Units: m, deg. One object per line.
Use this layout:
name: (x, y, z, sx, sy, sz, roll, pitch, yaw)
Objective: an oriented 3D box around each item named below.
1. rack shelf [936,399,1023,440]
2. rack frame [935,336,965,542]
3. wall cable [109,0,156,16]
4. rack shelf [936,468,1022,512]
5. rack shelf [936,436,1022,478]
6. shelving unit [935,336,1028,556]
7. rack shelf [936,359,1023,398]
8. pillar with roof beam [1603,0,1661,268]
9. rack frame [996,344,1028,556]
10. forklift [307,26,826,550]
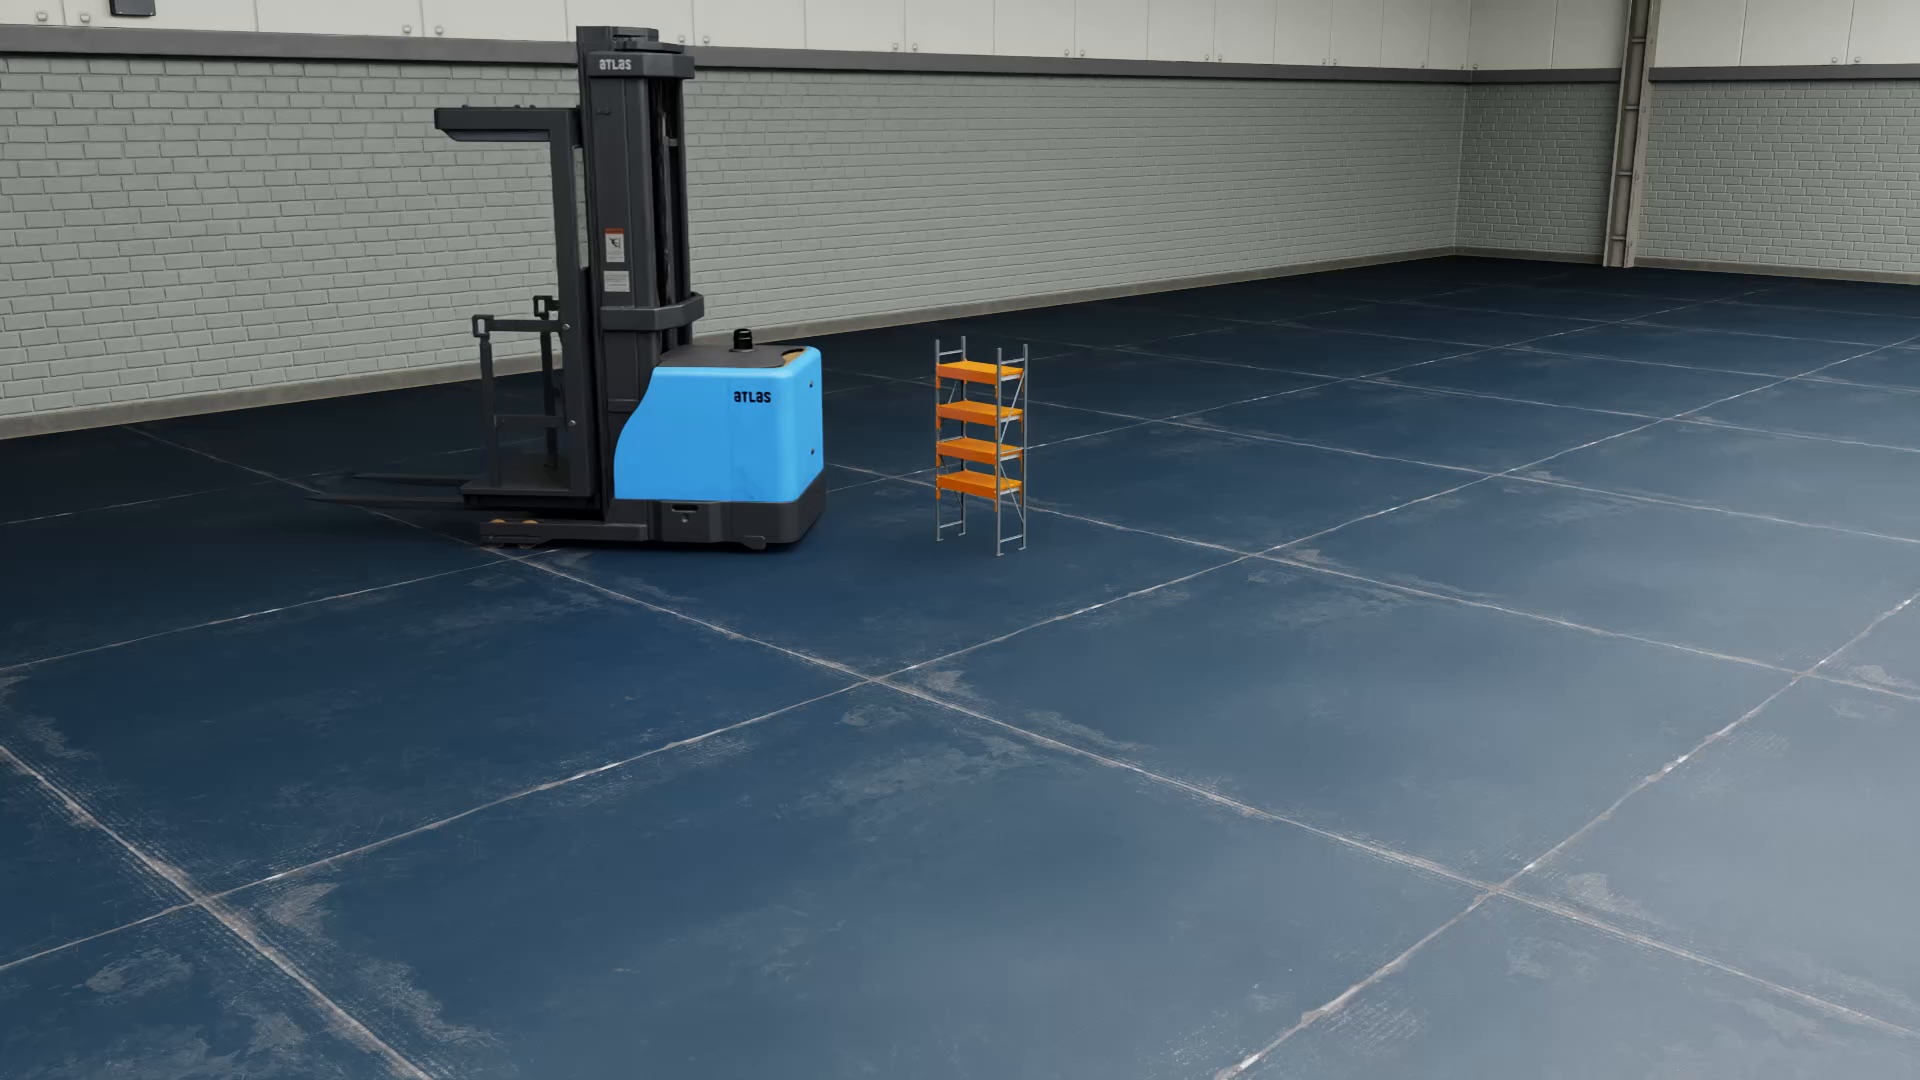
rack shelf: (0.119, -0.703, 9.630, 0.480, 0.148, 0.258, 14, 20, 42)
rack frame: (-0.057, -0.594, 9.833, 0.015, 1.200, 0.240, 14, 20, 42)
wall cable: (-5.781, -7.203, 12.984, 0.169, 6.003, 2.305, 14, 20, 42)
rack shelf: (0.119, -0.294, 9.737, 0.480, 0.148, 0.258, 14, 20, 42)
rack shelf: (0.119, -0.487, 9.687, 0.480, 0.148, 0.258, 14, 20, 42)
shelving unit: (0.119, -0.552, 9.670, 0.503, 1.200, 0.258, 14, 20, 42)
rack shelf: (0.119, -0.932, 9.571, 0.480, 0.148, 0.258, 14, 20, 42)
pillar with roof beam: (7.697, -8.017, 22.854, 0.400, 9.000, 9.100, 14, 20, 42)
rack frame: (0.295, -0.509, 9.506, 0.015, 1.200, 0.240, 14, 20, 42)
forklift: (-2.394, -1.497, 9.866, 3.031, 2.935, 1.130, 2, 15, 6)
